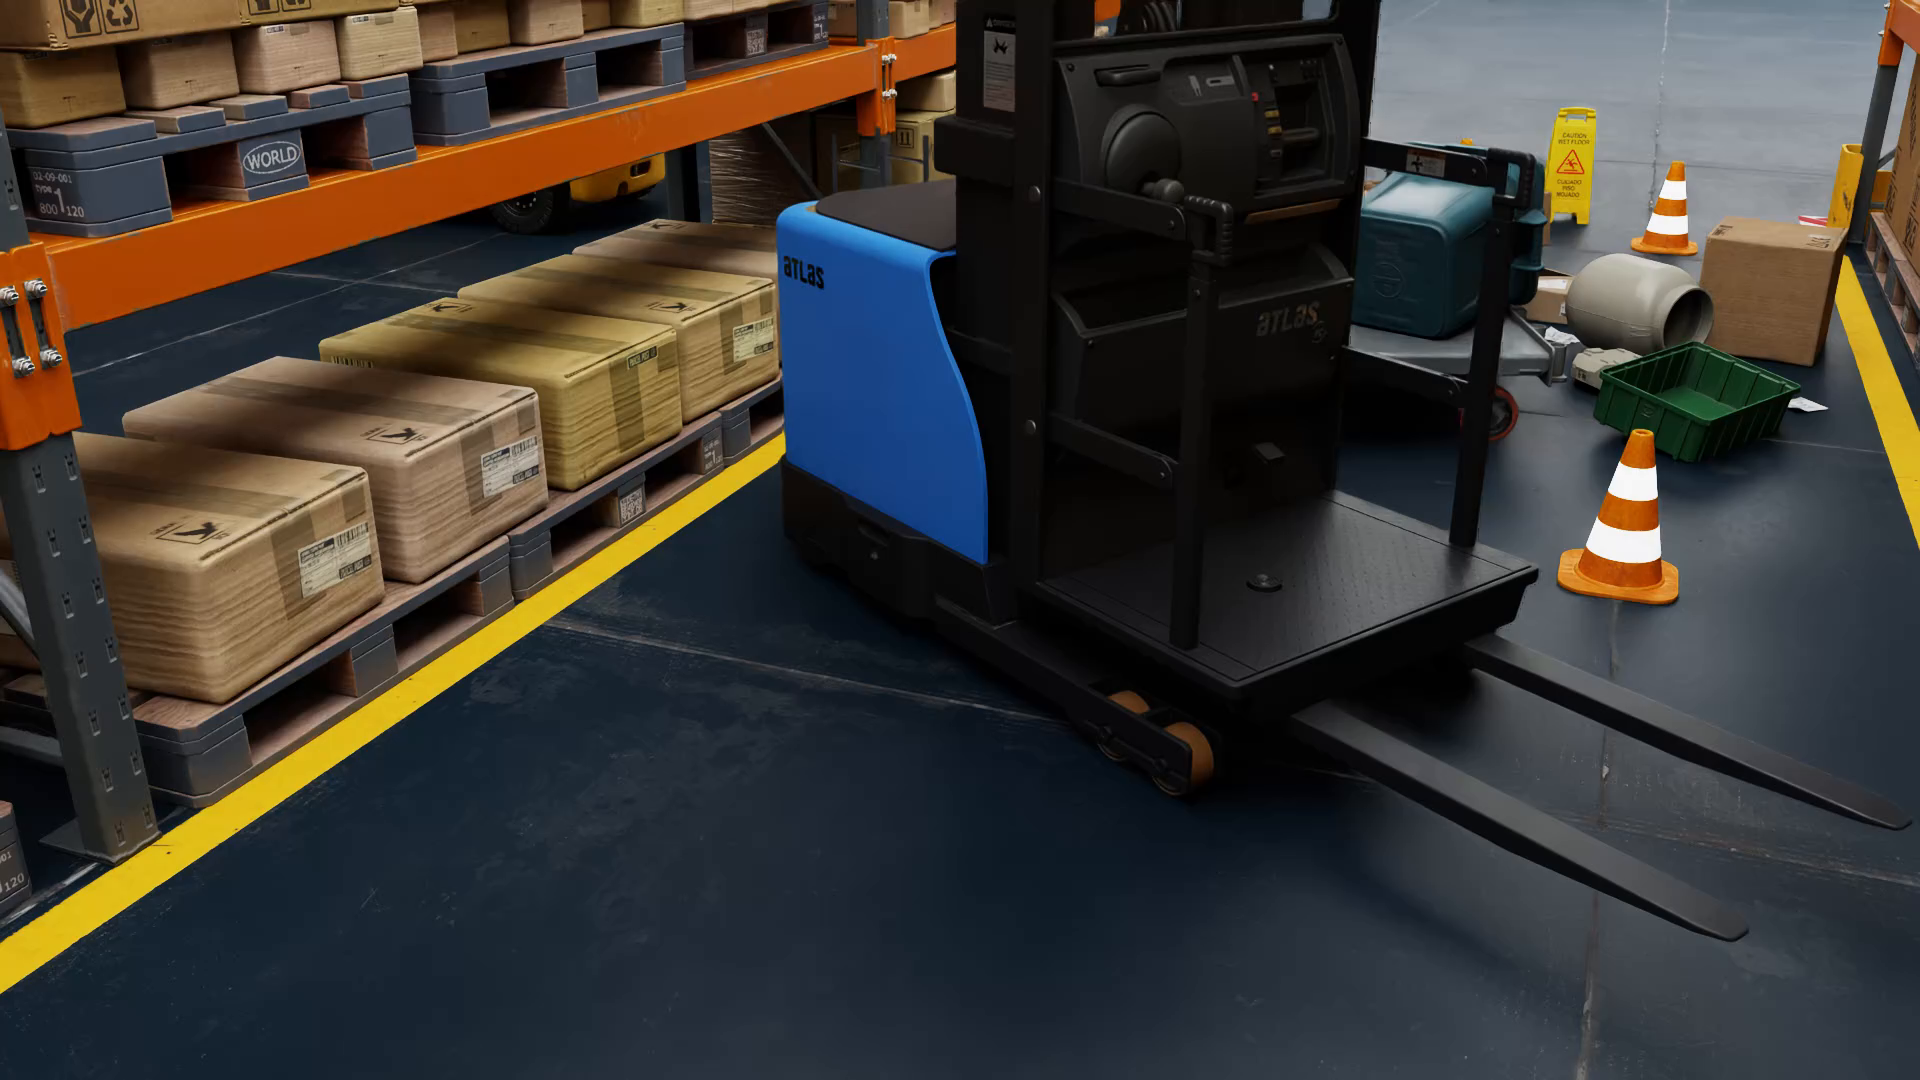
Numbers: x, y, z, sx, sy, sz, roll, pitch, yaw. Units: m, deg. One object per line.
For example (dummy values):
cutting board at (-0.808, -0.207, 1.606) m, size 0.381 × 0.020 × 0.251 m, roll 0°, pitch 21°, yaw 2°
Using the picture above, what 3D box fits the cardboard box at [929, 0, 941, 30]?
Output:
cardboard box at (-0.304, -2.255, 7.084) m, size 0.380 × 0.149 × 0.250 m, roll 10°, pitch 24°, yaw 22°

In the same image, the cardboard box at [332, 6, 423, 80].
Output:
cardboard box at (-1.555, -1.226, 4.075) m, size 0.380 × 0.149 × 0.250 m, roll 9°, pitch 24°, yaw 20°

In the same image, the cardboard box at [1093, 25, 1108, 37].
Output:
cardboard box at (0.592, -2.744, 9.135) m, size 0.380 × 0.149 × 0.250 m, roll 10°, pitch 24°, yaw 22°

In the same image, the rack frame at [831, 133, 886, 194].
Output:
rack frame at (-0.312, -0.673, 5.304) m, size 0.006 × 1.200 × 0.240 m, roll -21°, pitch 31°, yaw -41°

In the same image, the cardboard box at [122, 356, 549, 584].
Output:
cardboard box at (-1.765, -0.223, 4.756) m, size 0.950 × 0.372 × 0.625 m, roll 8°, pitch 24°, yaw 19°

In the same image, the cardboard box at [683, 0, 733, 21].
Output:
cardboard box at (-0.968, -1.780, 5.401) m, size 0.380 × 0.149 × 0.250 m, roll 9°, pitch 24°, yaw 20°

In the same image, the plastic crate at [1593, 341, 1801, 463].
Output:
plastic crate at (2.717, -0.513, 6.160) m, size 0.662 × 0.188 × 0.450 m, roll -17°, pitch 38°, yaw -35°

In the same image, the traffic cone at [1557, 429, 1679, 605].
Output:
traffic cone at (1.968, -0.100, 4.889) m, size 0.336 × 0.463 × 0.334 m, roll 9°, pitch 24°, yaw 20°

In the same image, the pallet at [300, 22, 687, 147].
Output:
pallet at (-1.553, -1.401, 4.961) m, size 1.003 × 0.211 × 1.213 m, roll 9°, pitch 24°, yaw 20°

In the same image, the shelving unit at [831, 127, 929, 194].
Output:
shelving unit at (-0.247, -0.698, 5.363) m, size 0.189 × 1.200 × 0.258 m, roll -21°, pitch 31°, yaw -41°

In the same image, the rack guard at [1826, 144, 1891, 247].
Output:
rack guard at (5.363, -1.821, 8.961) m, size 1.175 × 0.500 × 0.348 m, roll 9°, pitch 24°, yaw 20°

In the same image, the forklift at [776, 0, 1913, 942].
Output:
forklift at (0.739, -0.977, 3.787) m, size 1.130 × 2.935 × 3.031 m, roll -16°, pitch 28°, yaw -33°

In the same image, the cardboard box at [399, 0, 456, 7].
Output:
cardboard box at (-1.490, -1.659, 4.269) m, size 0.500 × 0.500 × 0.500 m, roll 9°, pitch 24°, yaw 21°

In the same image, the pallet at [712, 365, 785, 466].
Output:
pallet at (-1.053, -0.641, 6.511) m, size 1.003 × 0.211 × 1.213 m, roll 9°, pitch 24°, yaw 20°

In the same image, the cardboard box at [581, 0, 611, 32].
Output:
cardboard box at (-1.285, -1.618, 5.014) m, size 0.380 × 0.149 × 0.250 m, roll 8°, pitch 24°, yaw 18°

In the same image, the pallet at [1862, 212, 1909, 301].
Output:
pallet at (5.130, -1.382, 8.284) m, size 1.003 × 0.211 × 1.213 m, roll 9°, pitch 24°, yaw 20°

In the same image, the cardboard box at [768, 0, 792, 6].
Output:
cardboard box at (-0.814, -1.969, 5.854) m, size 0.380 × 0.149 × 0.250 m, roll 8°, pitch 24°, yaw 18°

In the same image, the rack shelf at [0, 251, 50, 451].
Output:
rack shelf at (-2.993, 0.272, 1.640) m, size 1.077 × 0.370 × 4.000 m, roll 9°, pitch 24°, yaw 20°

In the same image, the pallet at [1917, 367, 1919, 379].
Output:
pallet at (4.224, -0.508, 6.193) m, size 1.003 × 0.211 × 1.213 m, roll 9°, pitch 24°, yaw 20°

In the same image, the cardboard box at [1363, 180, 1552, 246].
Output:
cardboard box at (2.419, -1.495, 8.177) m, size 0.797 × 0.503 × 0.637 m, roll -7°, pitch 24°, yaw -17°

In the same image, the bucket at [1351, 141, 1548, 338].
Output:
bucket at (1.779, -1.104, 6.276) m, size 0.726 × 0.611 × 0.620 m, roll 19°, pitch 39°, yaw 38°

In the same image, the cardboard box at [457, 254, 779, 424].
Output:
cardboard box at (-1.221, -0.742, 6.000) m, size 0.950 × 0.372 × 0.625 m, roll 10°, pitch 25°, yaw 23°

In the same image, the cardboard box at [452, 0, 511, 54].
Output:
cardboard box at (-1.469, -1.430, 4.563) m, size 0.380 × 0.149 × 0.250 m, roll 10°, pitch 25°, yaw 22°

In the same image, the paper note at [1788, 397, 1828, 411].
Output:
paper note at (3.278, -0.535, 6.490) m, size 0.147 × 0.020 × 0.142 m, roll -7°, pitch 24°, yaw -17°

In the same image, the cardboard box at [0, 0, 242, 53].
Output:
cardboard box at (-1.869, -1.280, 3.363) m, size 0.500 × 0.500 × 0.500 m, roll 8°, pitch 24°, yaw 19°

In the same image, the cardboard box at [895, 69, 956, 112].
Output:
cardboard box at (-0.193, -1.986, 7.320) m, size 0.380 × 0.149 × 0.250 m, roll 9°, pitch 24°, yaw 21°

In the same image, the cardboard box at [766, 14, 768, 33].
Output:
cardboard box at (-0.928, -2.250, 7.070) m, size 0.380 × 0.149 × 0.250 m, roll 9°, pitch 24°, yaw 20°

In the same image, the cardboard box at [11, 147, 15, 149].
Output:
cardboard box at (-4.908, -2.201, 9.001) m, size 0.500 × 0.250 × 0.500 m, roll 9°, pitch 24°, yaw 20°

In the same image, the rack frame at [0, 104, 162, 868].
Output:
rack frame at (-2.251, -0.775, 3.215) m, size 1.000 × 3.000 × 0.127 m, roll 9°, pitch 24°, yaw 20°

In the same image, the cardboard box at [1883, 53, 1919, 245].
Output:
cardboard box at (5.164, -1.927, 8.183) m, size 0.875 × 0.875 × 0.875 m, roll 9°, pitch 24°, yaw 20°

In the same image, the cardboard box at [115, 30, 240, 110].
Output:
cardboard box at (-1.821, -1.039, 3.627) m, size 0.380 × 0.149 × 0.250 m, roll 7°, pitch 24°, yaw 17°

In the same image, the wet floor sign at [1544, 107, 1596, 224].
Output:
wet floor sign at (3.527, -2.173, 9.615) m, size 0.267 × 0.644 × 0.232 m, roll 5°, pitch 23°, yaw 11°

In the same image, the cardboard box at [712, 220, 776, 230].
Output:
cardboard box at (-0.795, -1.382, 7.689) m, size 0.500 × 0.250 × 0.500 m, roll 10°, pitch 25°, yaw 22°

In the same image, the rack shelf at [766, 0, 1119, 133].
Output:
rack shelf at (-0.022, -2.591, 8.493) m, size 1.077 × 0.370 × 4.000 m, roll 9°, pitch 24°, yaw 20°

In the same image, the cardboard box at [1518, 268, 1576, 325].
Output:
cardboard box at (2.797, -1.151, 7.662) m, size 0.396 × 0.266 × 0.258 m, roll 13°, pitch 26°, yaw 29°

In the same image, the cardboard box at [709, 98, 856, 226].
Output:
cardboard box at (-0.794, -1.728, 7.545) m, size 0.500 × 0.500 × 0.500 m, roll 8°, pitch 24°, yaw 19°

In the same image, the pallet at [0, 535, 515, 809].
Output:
pallet at (-1.959, 0.232, 4.421) m, size 1.003 × 0.211 × 1.213 m, roll 9°, pitch 24°, yaw 20°
